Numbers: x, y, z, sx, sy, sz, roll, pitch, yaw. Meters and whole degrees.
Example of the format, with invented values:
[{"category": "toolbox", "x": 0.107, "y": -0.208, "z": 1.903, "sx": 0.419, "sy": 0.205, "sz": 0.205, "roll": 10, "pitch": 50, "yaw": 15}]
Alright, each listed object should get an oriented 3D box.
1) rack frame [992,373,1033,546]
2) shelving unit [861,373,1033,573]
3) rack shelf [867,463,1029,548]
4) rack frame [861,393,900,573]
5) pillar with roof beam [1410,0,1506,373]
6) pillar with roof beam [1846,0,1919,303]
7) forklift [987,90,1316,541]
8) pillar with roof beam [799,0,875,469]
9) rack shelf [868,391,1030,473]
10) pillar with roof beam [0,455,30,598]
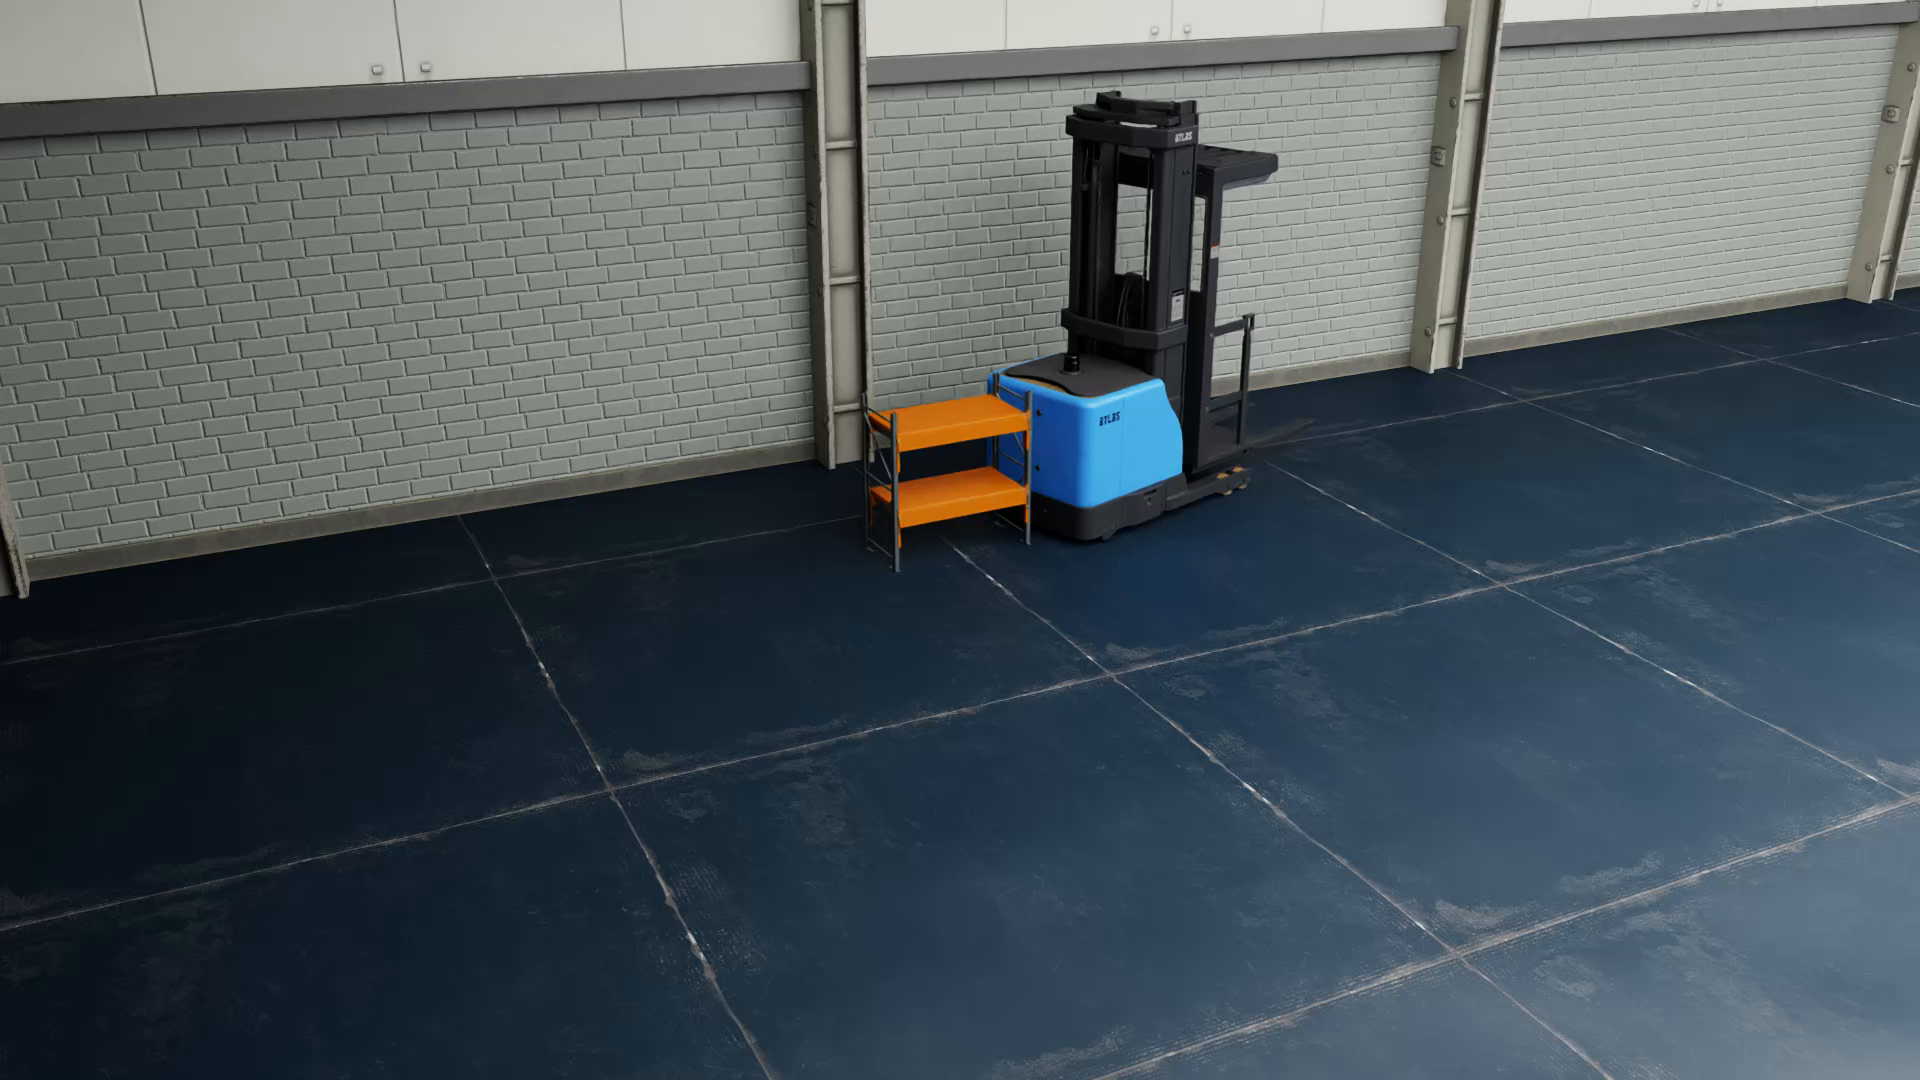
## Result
[{"category": "rack frame", "x": 0.361, "y": -0.565, "z": 11.645, "sx": 0.032, "sy": 1.125, "sz": 0.500, "roll": -11, "pitch": 25, "yaw": -26}, {"category": "shelving unit", "x": -0.088, "y": -0.475, "z": 11.426, "sx": 1.048, "sy": 1.125, "sz": 0.538, "roll": -11, "pitch": 25, "yaw": -26}, {"category": "rack shelf", "x": -0.088, "y": -0.249, "z": 11.519, "sx": 1.000, "sy": 0.278, "sz": 0.538, "roll": -11, "pitch": 25, "yaw": -26}, {"category": "rack frame", "x": -0.538, "y": -0.384, "z": 11.207, "sx": 0.032, "sy": 1.125, "sz": 0.500, "roll": -11, "pitch": 25, "yaw": -26}, {"category": "pillar with roof beam", "x": 6.353, "y": -4.313, "z": 10.403, "sx": 0.400, "sy": 9.000, "sz": 9.100, "roll": -10, "pitch": 25, "yaw": -24}, {"category": "pillar with roof beam", "x": 11.759, "y": -5.308, "z": 12.807, "sx": 0.400, "sy": 9.000, "sz": 9.100, "roll": -10, "pitch": 25, "yaw": -24}, {"category": "forklift", "x": 1.584, "y": -1.816, "z": 12.305, "sx": 3.031, "sy": 2.935, "sz": 1.130, "roll": -21, "pitch": 30, "yaw": -40}, {"category": "pillar with roof beam", "x": 0.946, "y": -3.317, "z": 7.998, "sx": 0.400, "sy": 9.000, "sz": 9.100, "roll": -10, "pitch": 25, "yaw": -24}, {"category": "rack shelf", "x": -0.088, "y": -0.745, "z": 11.314, "sx": 1.000, "sy": 0.278, "sz": 0.538, "roll": -11, "pitch": 25, "yaw": -26}, {"category": "pillar with roof beam", "x": -4.460, "y": -2.322, "z": 5.594, "sx": 0.400, "sy": 9.000, "sz": 9.100, "roll": -10, "pitch": 25, "yaw": -24}]
